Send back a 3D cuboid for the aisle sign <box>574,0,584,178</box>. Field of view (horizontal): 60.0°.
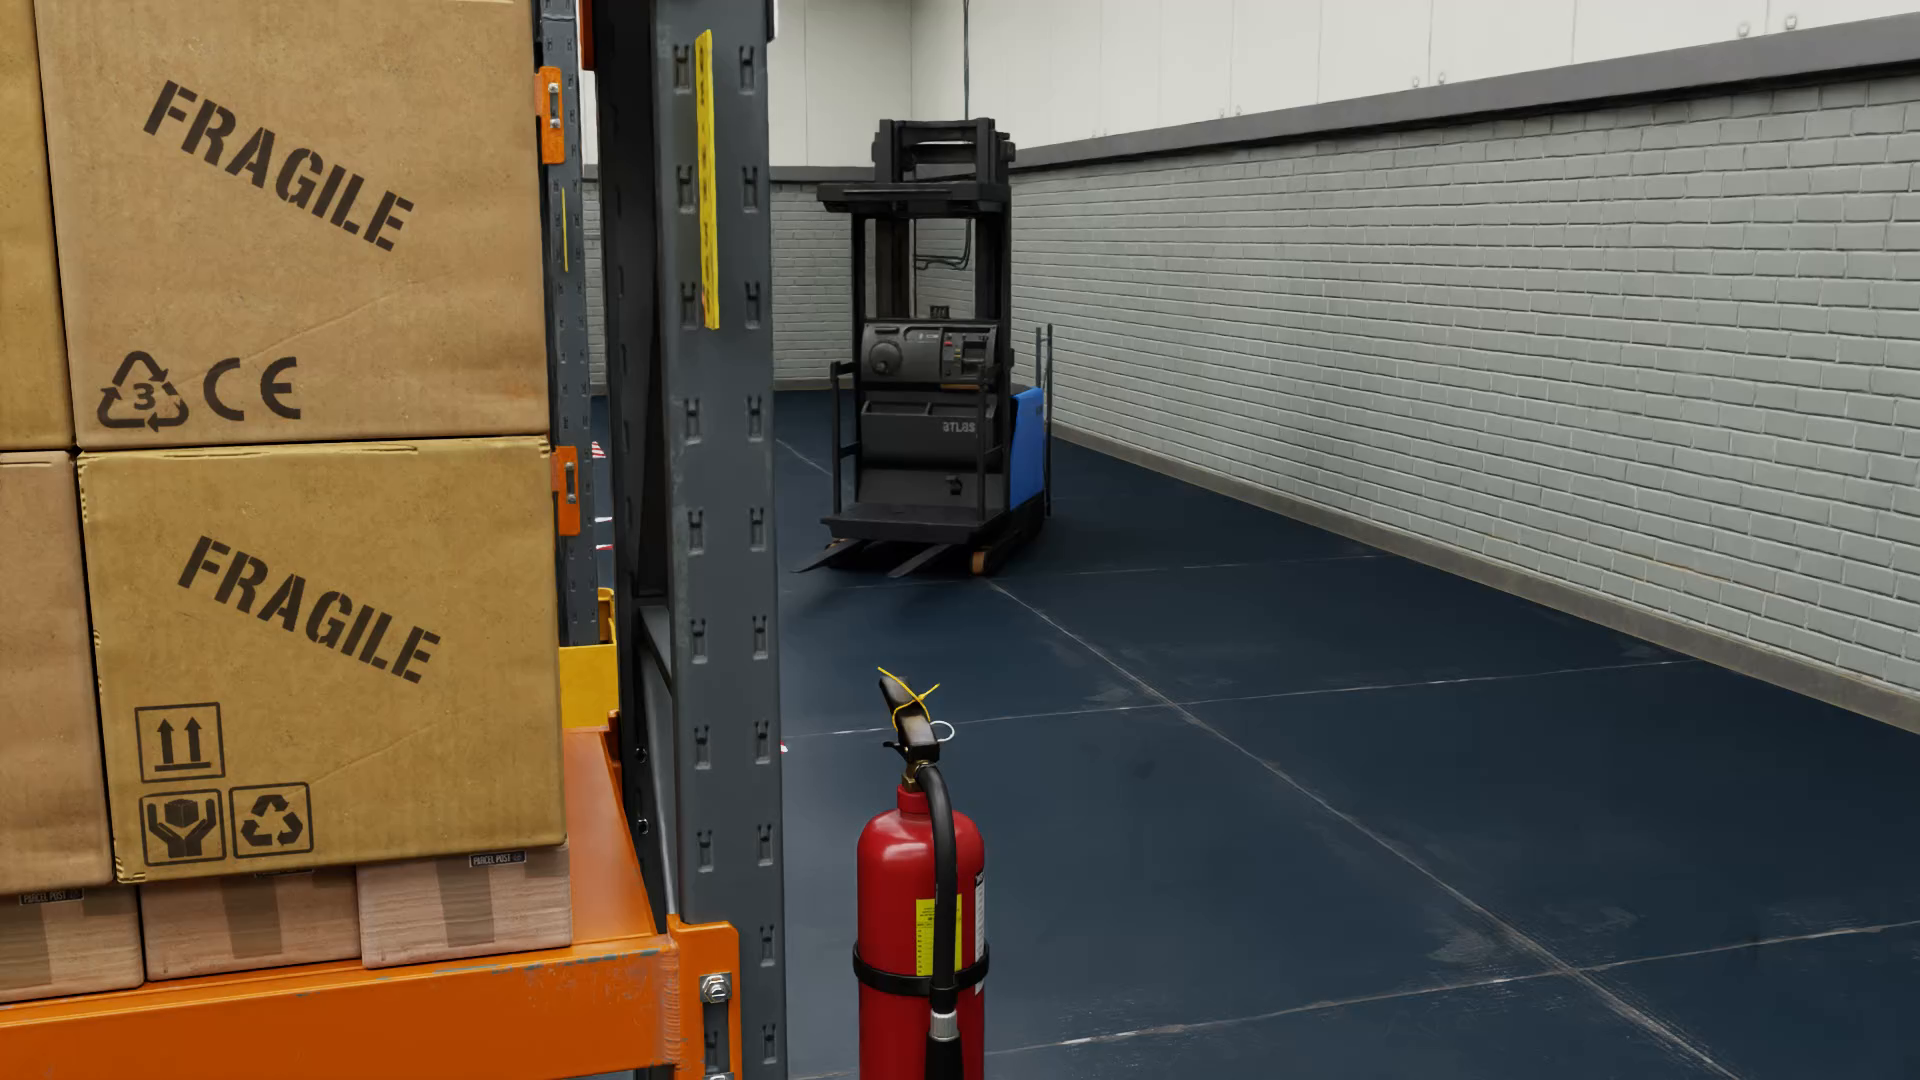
[{"bbox_3d":[-1.559,-1.874,6.762,0.004,0.787,0.394,-3,11,-16],"label":"aisle sign"}]

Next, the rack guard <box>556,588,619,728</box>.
[{"bbox_3d":[-1.689,0.584,7.494,0.348,0.500,1.175,-3,11,-16],"label":"rack guard"}]

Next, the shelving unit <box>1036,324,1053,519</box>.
[{"bbox_3d":[0.144,-0.901,12.799,1.048,1.500,0.538,3,11,14],"label":"shelving unit"}]

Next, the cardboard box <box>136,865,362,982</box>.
[{"bbox_3d":[-0.906,0.418,2.183,0.250,0.149,0.380,-3,11,-16],"label":"cardboard box"}]

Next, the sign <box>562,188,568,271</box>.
[{"bbox_3d":[-1.574,-1.235,6.618,0.005,0.325,0.100,-3,11,-16],"label":"sign"}]

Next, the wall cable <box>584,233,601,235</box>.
[{"bbox_3d":[-4.901,-3.956,22.446,1.851,1.984,0.084,-3,11,-16],"label":"wall cable"}]

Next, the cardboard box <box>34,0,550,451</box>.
[{"bbox_3d":[-0.793,-0.398,2.062,0.500,0.500,0.500,-3,11,-17],"label":"cardboard box"}]

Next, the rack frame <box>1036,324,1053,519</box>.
[{"bbox_3d":[0.637,-0.879,12.679,0.032,1.500,0.500,3,11,14],"label":"rack frame"}]

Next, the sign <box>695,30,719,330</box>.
[{"bbox_3d":[-0.287,-0.404,1.887,0.005,0.325,0.100,-3,11,-16],"label":"sign"}]

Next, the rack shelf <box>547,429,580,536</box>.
[{"bbox_3d":[-3.632,-0.189,6.776,4.000,0.370,1.077,-3,11,-16],"label":"rack shelf"}]

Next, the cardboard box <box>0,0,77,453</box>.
[{"bbox_3d":[-1.279,-0.372,1.923,0.500,0.500,0.500,-3,11,-18],"label":"cardboard box"}]

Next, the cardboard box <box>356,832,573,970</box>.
[{"bbox_3d":[-0.657,0.412,2.216,0.250,0.149,0.380,-3,11,-16],"label":"cardboard box"}]

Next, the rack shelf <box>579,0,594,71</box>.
[{"bbox_3d":[-2.343,-0.797,1.793,4.000,0.370,1.077,-3,11,-16],"label":"rack shelf"}]

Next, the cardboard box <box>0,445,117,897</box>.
[{"bbox_3d":[-1.278,0.120,2.010,0.500,0.500,0.500,-3,11,-17],"label":"cardboard box"}]

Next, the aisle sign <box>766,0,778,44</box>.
[{"bbox_3d":[-0.269,-1.007,2.051,0.004,0.787,0.394,-3,11,-16],"label":"aisle sign"}]

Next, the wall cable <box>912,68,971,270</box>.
[{"bbox_3d":[-0.335,-4.875,22.248,0.112,2.526,3.097,-3,11,-16],"label":"wall cable"}]

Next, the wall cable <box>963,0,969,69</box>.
[{"bbox_3d":[0.421,-6.888,19.236,0.112,2.526,3.097,-3,11,-16],"label":"wall cable"}]

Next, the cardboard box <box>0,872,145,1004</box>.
[{"bbox_3d":[-1.143,0.434,2.100,0.250,0.149,0.380,-3,11,-17],"label":"cardboard box"}]

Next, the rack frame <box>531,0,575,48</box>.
[{"bbox_3d":[-1.712,-3.595,6.718,0.127,3.000,1.000,-3,11,-16],"label":"rack frame"}]

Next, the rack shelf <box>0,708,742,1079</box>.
[{"bbox_3d":[-2.343,0.678,2.065,4.000,0.370,1.077,-3,11,-16],"label":"rack shelf"}]

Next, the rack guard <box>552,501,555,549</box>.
[{"bbox_3d":[-3.077,-0.279,12.183,0.348,0.500,1.175,-3,11,-16],"label":"rack guard"}]

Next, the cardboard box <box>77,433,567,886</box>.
[{"bbox_3d":[-0.782,0.095,2.147,0.500,0.500,0.500,-3,11,-15],"label":"cardboard box"}]

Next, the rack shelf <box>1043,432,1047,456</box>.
[{"bbox_3d":[0.144,-0.724,12.831,1.000,0.185,0.538,3,11,14],"label":"rack shelf"}]

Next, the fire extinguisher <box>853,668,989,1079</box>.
[{"bbox_3d":[-0.052,0.512,2.224,0.183,0.674,0.296,-3,11,-16],"label":"fire extinguisher"}]

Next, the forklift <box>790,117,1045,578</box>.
[{"bbox_3d":[-0.265,-1.286,10.938,1.130,2.935,3.031,3,11,16],"label":"forklift"}]

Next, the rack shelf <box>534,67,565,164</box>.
[{"bbox_3d":[-3.632,-1.664,6.505,4.000,0.370,1.077,-3,11,-16],"label":"rack shelf"}]

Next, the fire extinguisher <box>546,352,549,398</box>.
[{"bbox_3d":[-2.825,-1.212,11.591,0.183,0.674,0.296,-3,11,-16],"label":"fire extinguisher"}]

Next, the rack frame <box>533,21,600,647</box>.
[{"bbox_3d":[-1.712,-0.644,7.261,0.127,3.000,1.000,-3,11,-16],"label":"rack frame"}]
